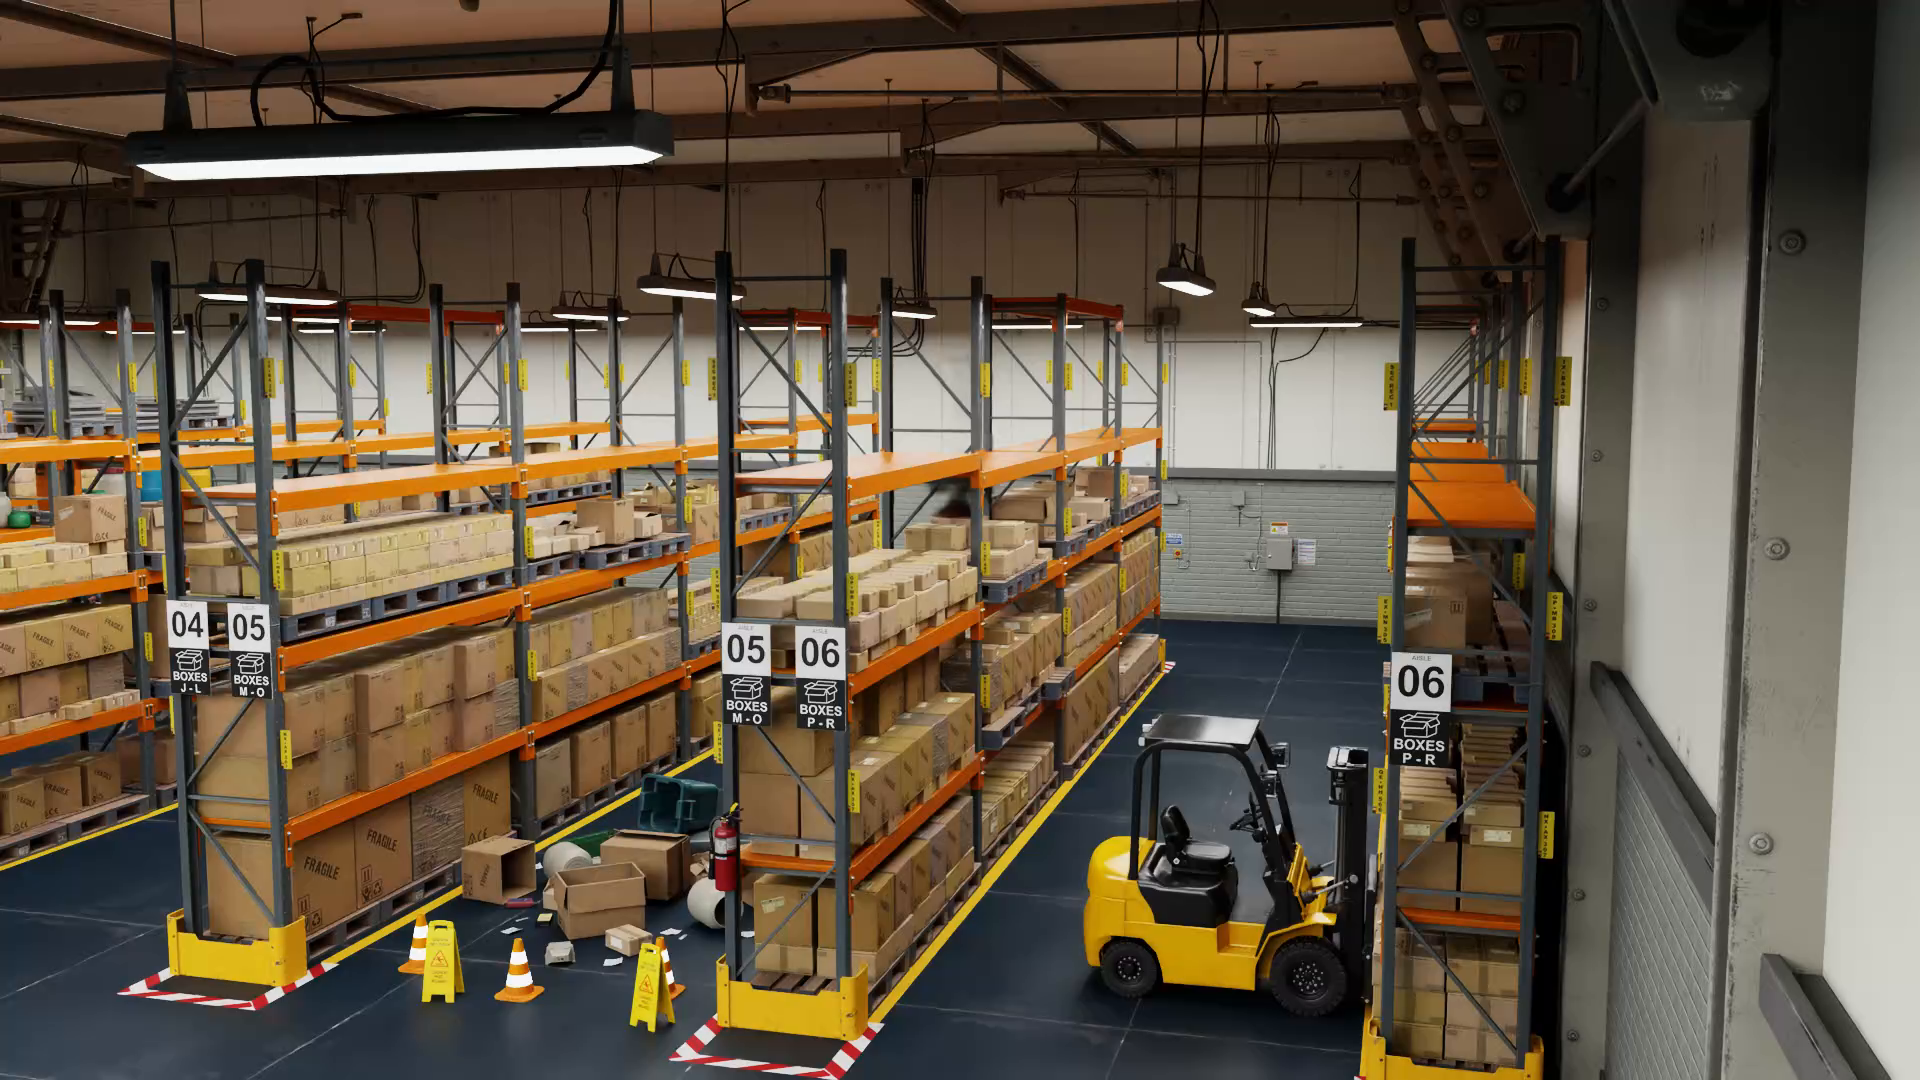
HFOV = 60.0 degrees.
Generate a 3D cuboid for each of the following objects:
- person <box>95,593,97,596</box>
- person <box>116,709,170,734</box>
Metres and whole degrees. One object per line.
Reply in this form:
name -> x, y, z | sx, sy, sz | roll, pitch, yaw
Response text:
person -> -14.745, 1.313, 28.925 | 0.622, 1.638, 0.618 | 2, 6, 17
person -> -11.624, 1.771, 23.593 | 0.656, 1.796, 0.954 | 1, 6, 7
